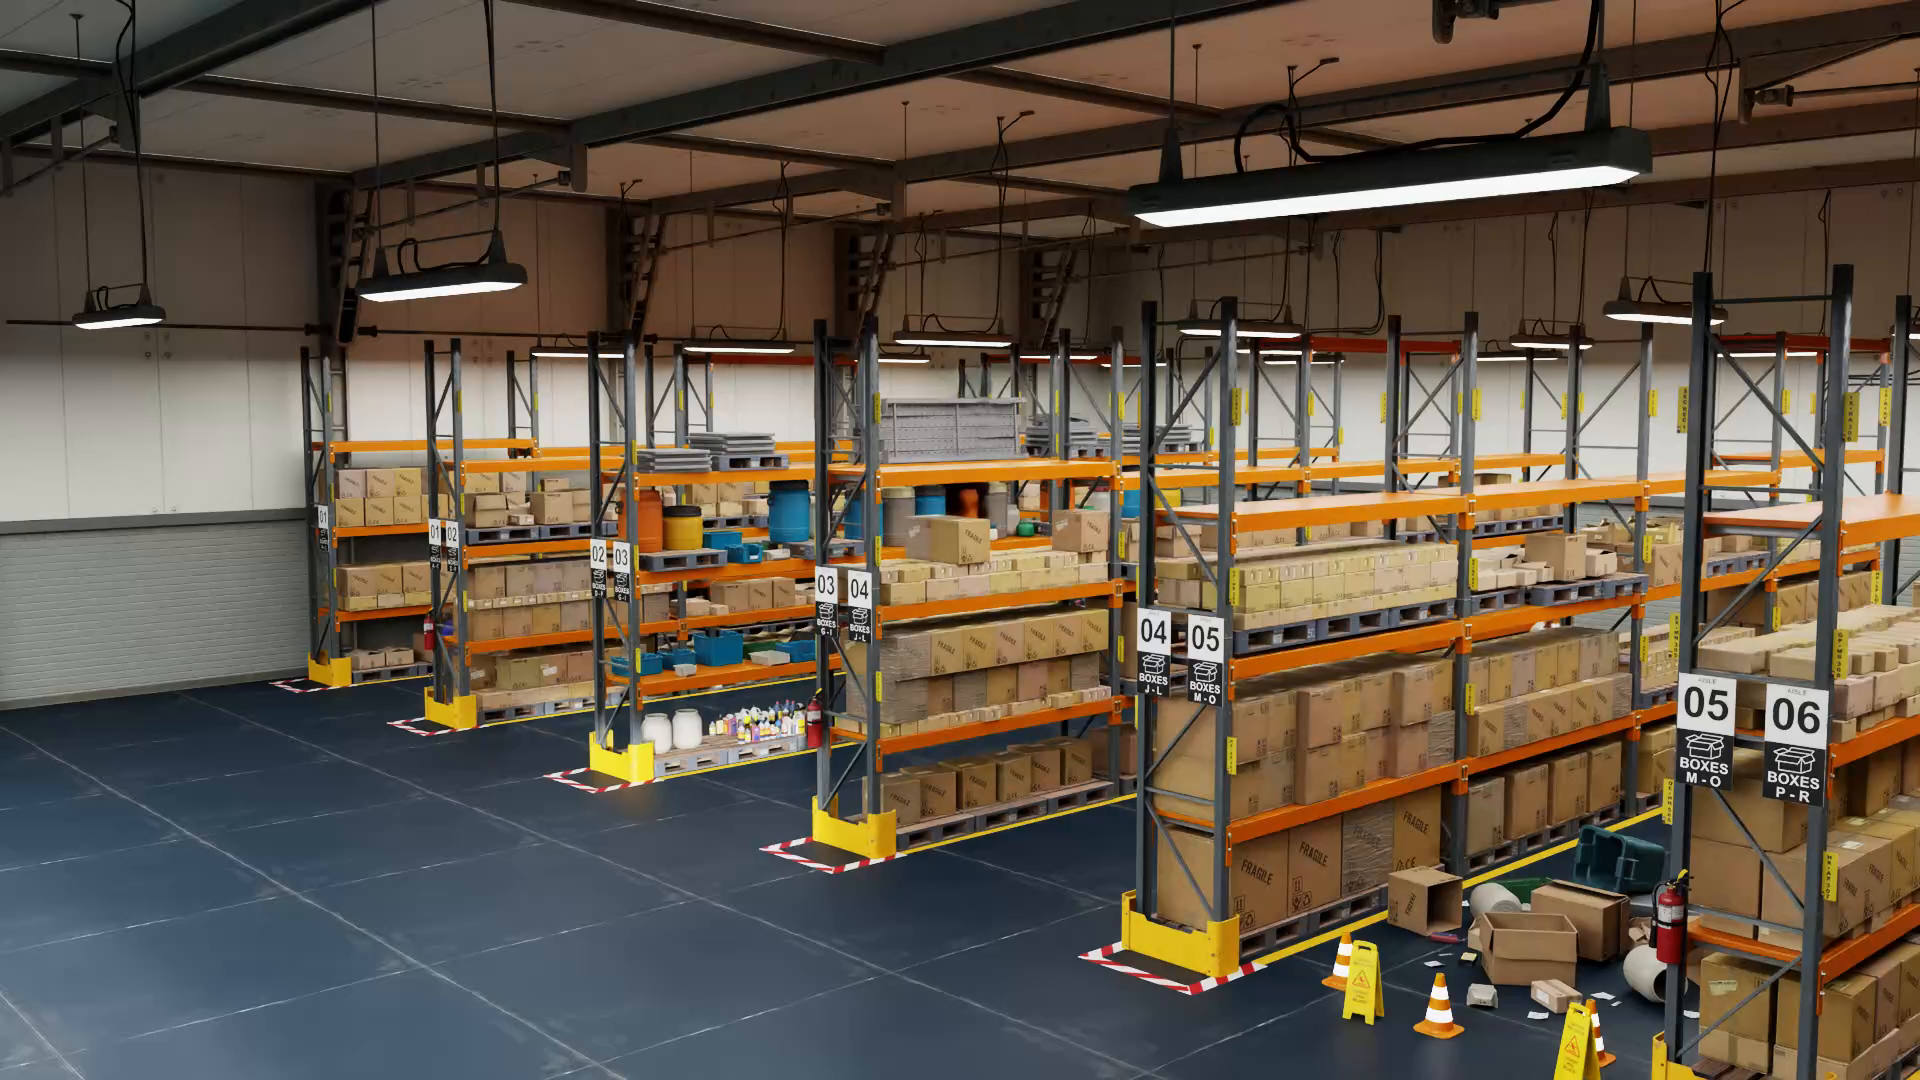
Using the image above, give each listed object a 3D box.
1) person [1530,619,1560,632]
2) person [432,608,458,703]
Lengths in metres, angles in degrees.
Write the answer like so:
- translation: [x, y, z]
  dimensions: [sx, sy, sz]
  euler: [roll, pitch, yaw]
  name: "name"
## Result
- translation: [9.361, 1.964, 26.521]
  dimensions: [0.702, 1.775, 0.868]
  euler: [5, 7, 43]
  name: "person"
- translation: [-8.522, 1.992, 27.656]
  dimensions: [0.597, 1.541, 0.574]
  euler: [5, 7, 42]
  name: "person"
